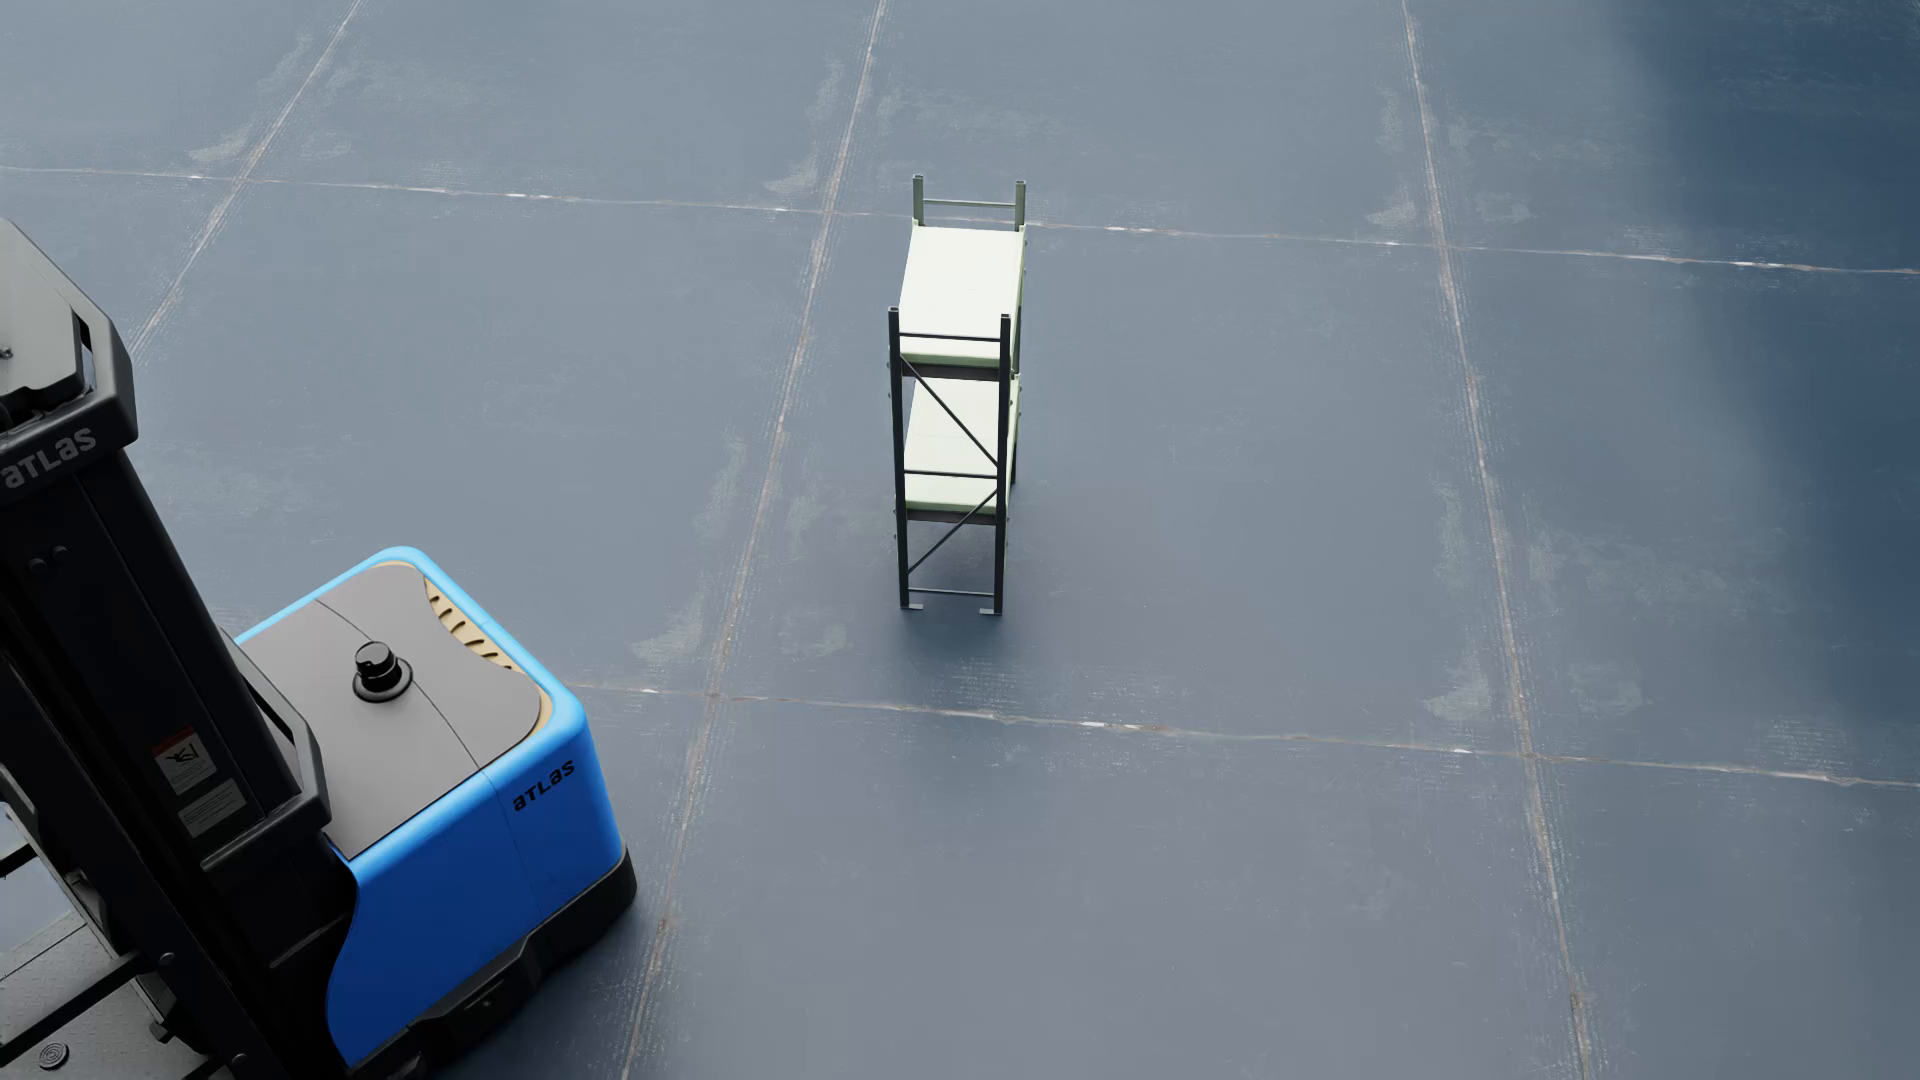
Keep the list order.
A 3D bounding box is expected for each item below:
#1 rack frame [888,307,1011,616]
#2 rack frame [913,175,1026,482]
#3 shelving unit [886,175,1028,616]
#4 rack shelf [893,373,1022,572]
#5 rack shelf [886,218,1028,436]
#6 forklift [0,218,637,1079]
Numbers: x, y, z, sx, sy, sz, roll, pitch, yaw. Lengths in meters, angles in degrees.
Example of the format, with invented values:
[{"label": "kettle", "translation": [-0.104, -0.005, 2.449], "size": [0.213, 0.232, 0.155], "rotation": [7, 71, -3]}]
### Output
[{"label": "rack frame", "translation": [-0.034, -0.232, 5.946], "size": [0.400, 1.500, 0.023], "rotation": [4, 48, 4]}, {"label": "rack frame", "translation": [0.033, -0.770, 6.438], "size": [0.400, 1.500, 0.023], "rotation": [4, 48, 4]}, {"label": "shelving unit", "translation": [-0.001, -0.501, 6.192], "size": [0.431, 1.500, 0.755], "rotation": [4, 48, 4]}, {"label": "rack shelf", "translation": [-0.001, -0.281, 6.433], "size": [0.431, 0.370, 0.720], "rotation": [4, 48, 4]}, {"label": "rack shelf", "translation": [-0.001, -0.765, 5.904], "size": [0.431, 0.370, 0.720], "rotation": [4, 48, 4]}, {"label": "forklift", "translation": [-2.482, 0.749, 4.078], "size": [3.031, 2.935, 1.130], "rotation": [-36, 57, -28]}]
